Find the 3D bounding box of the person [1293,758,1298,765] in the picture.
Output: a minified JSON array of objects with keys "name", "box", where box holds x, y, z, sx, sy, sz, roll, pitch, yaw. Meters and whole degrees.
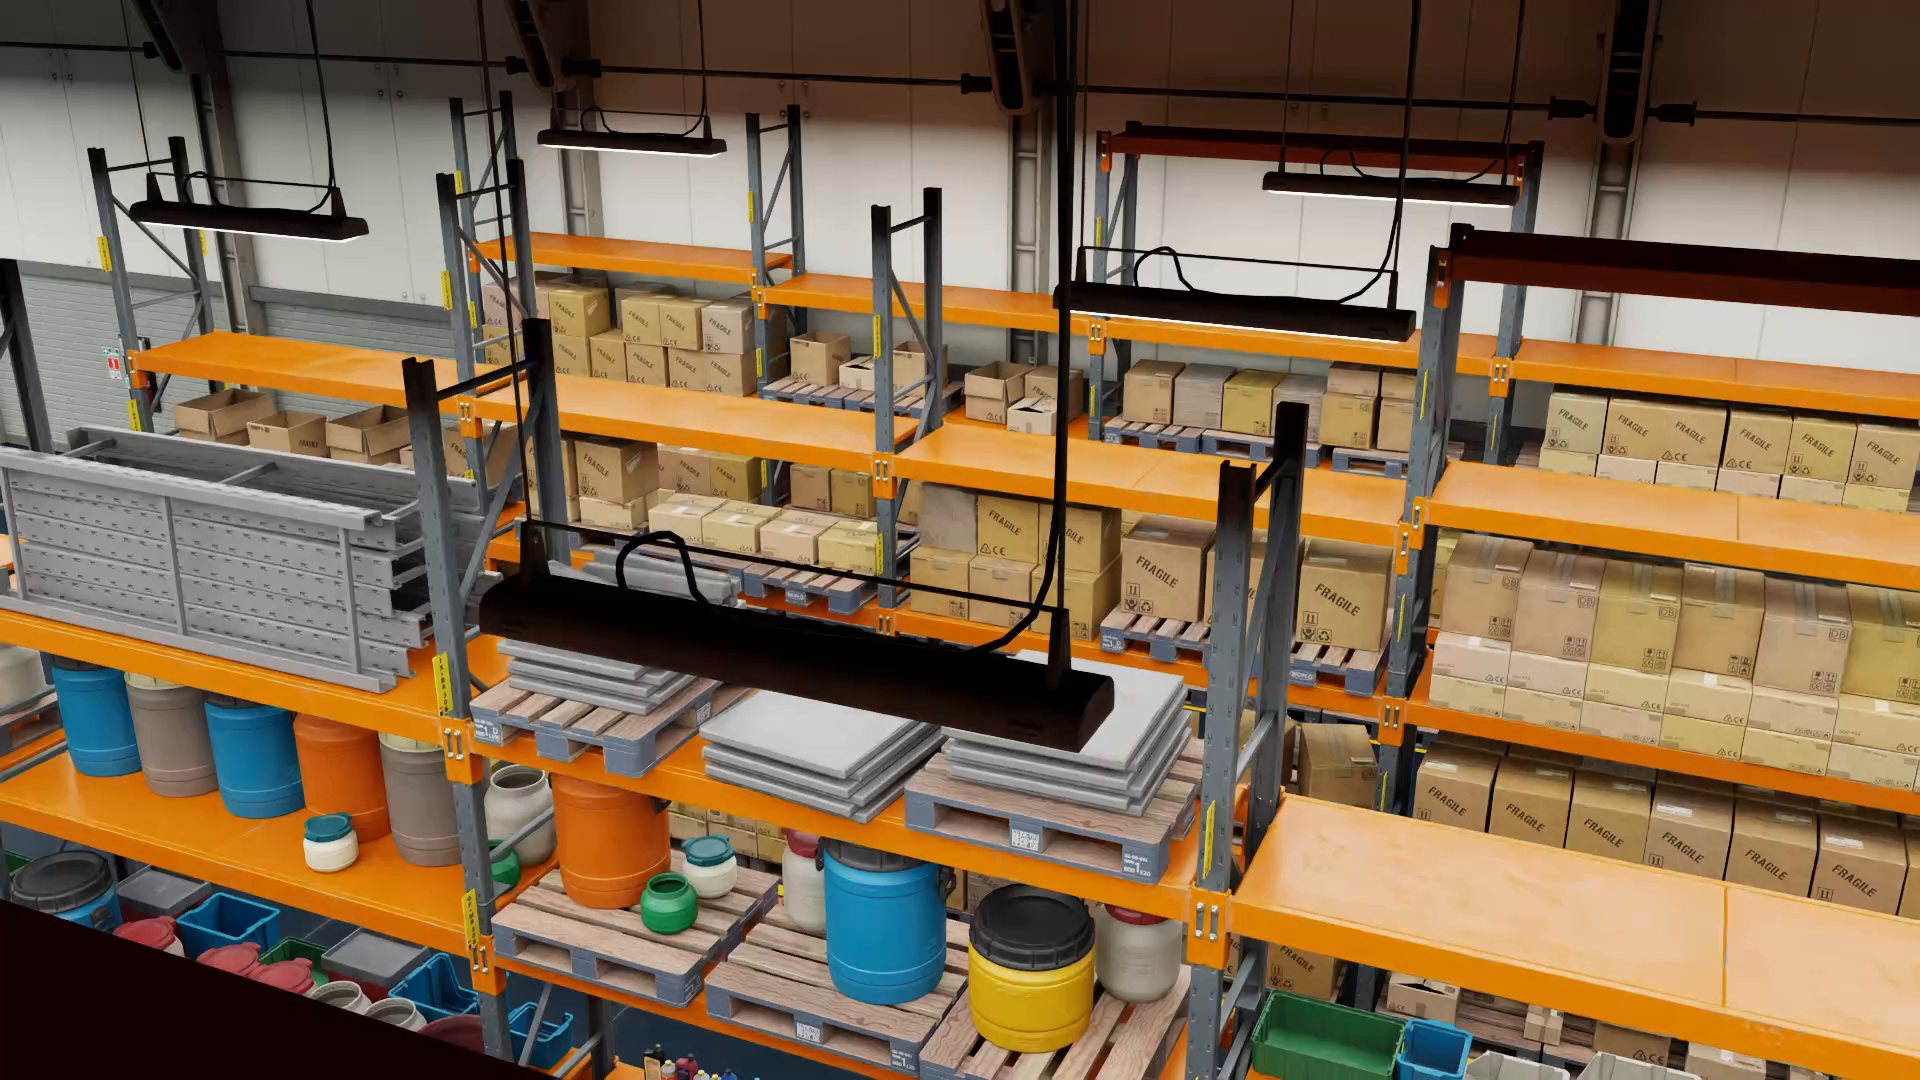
[{"name":"person","box":[2.938,1.513,16.532,1.069,1.455,0.499,10,23,25]}]
